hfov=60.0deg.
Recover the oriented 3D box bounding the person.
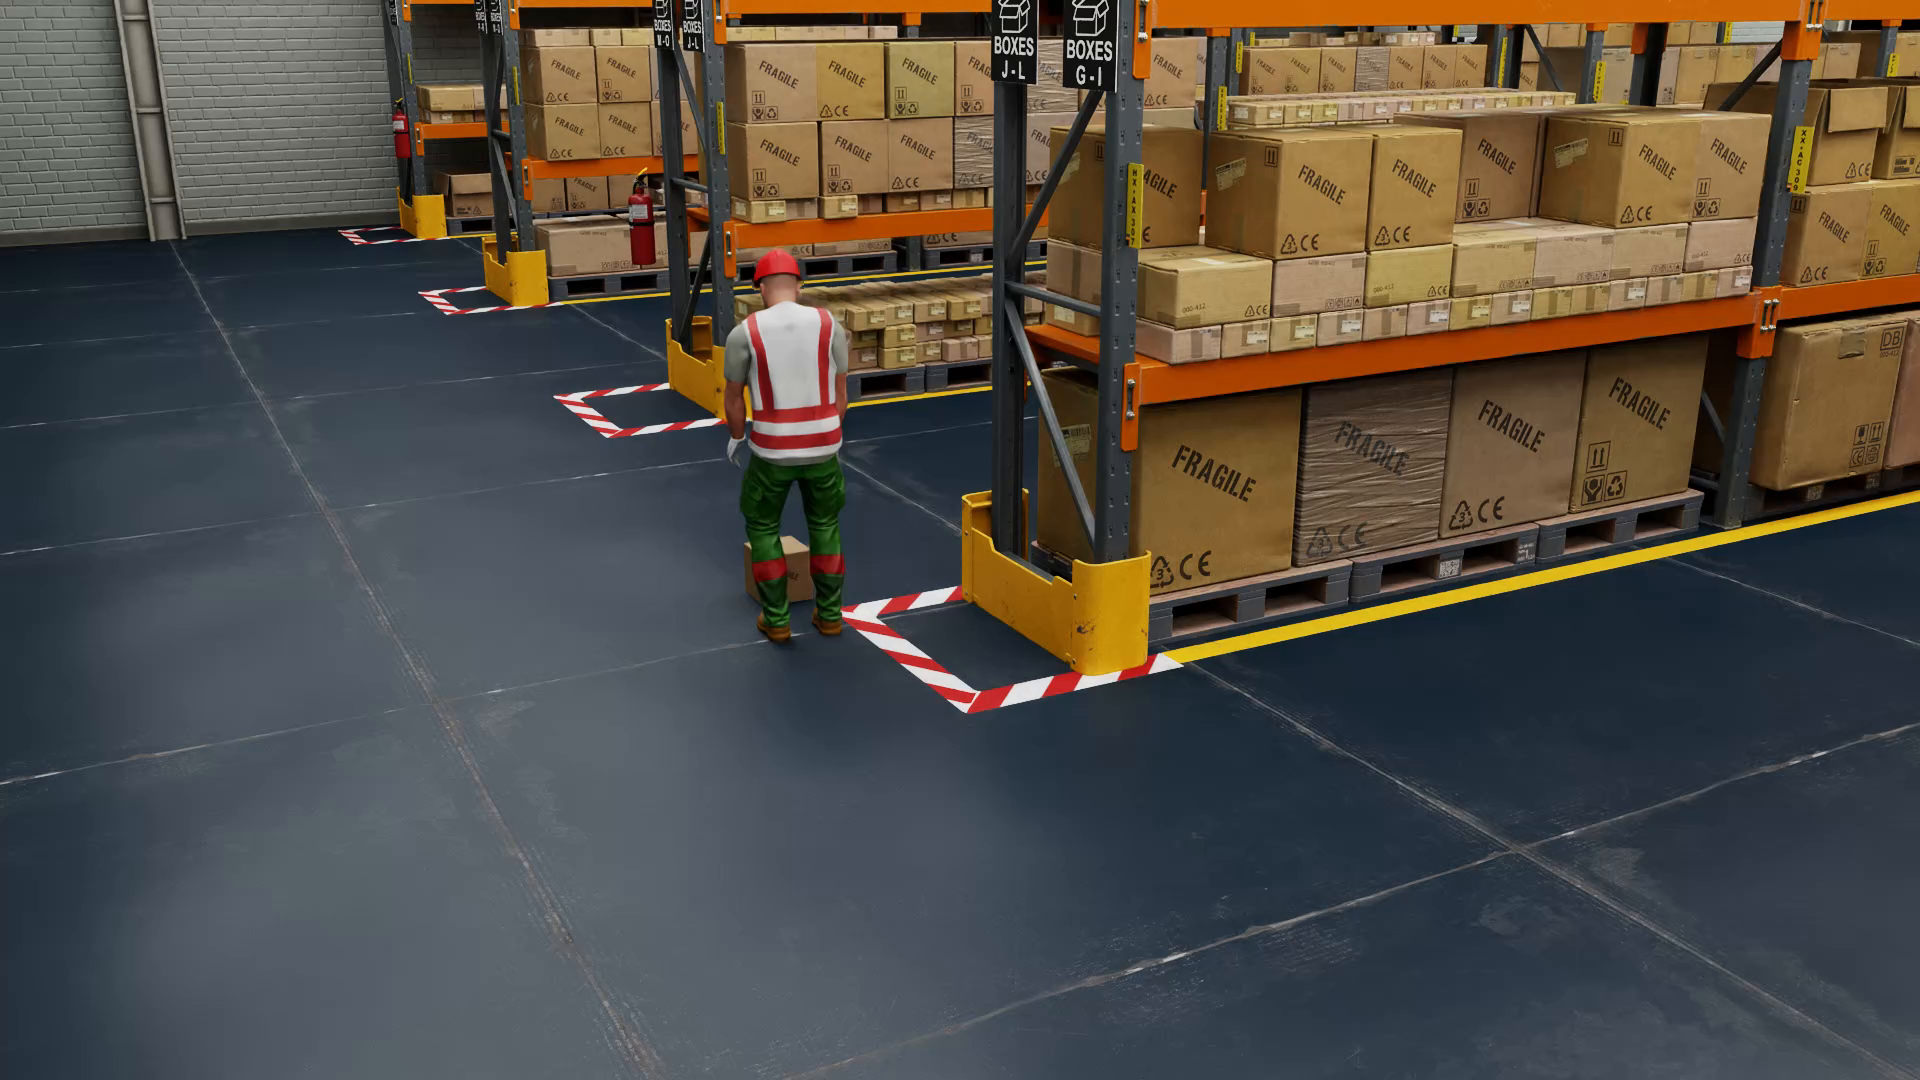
[{"bbox_3d":[-0.765,-0.409,7.366,0.547,1.723,0.477,-5,19,-15],"label":"person"}]
